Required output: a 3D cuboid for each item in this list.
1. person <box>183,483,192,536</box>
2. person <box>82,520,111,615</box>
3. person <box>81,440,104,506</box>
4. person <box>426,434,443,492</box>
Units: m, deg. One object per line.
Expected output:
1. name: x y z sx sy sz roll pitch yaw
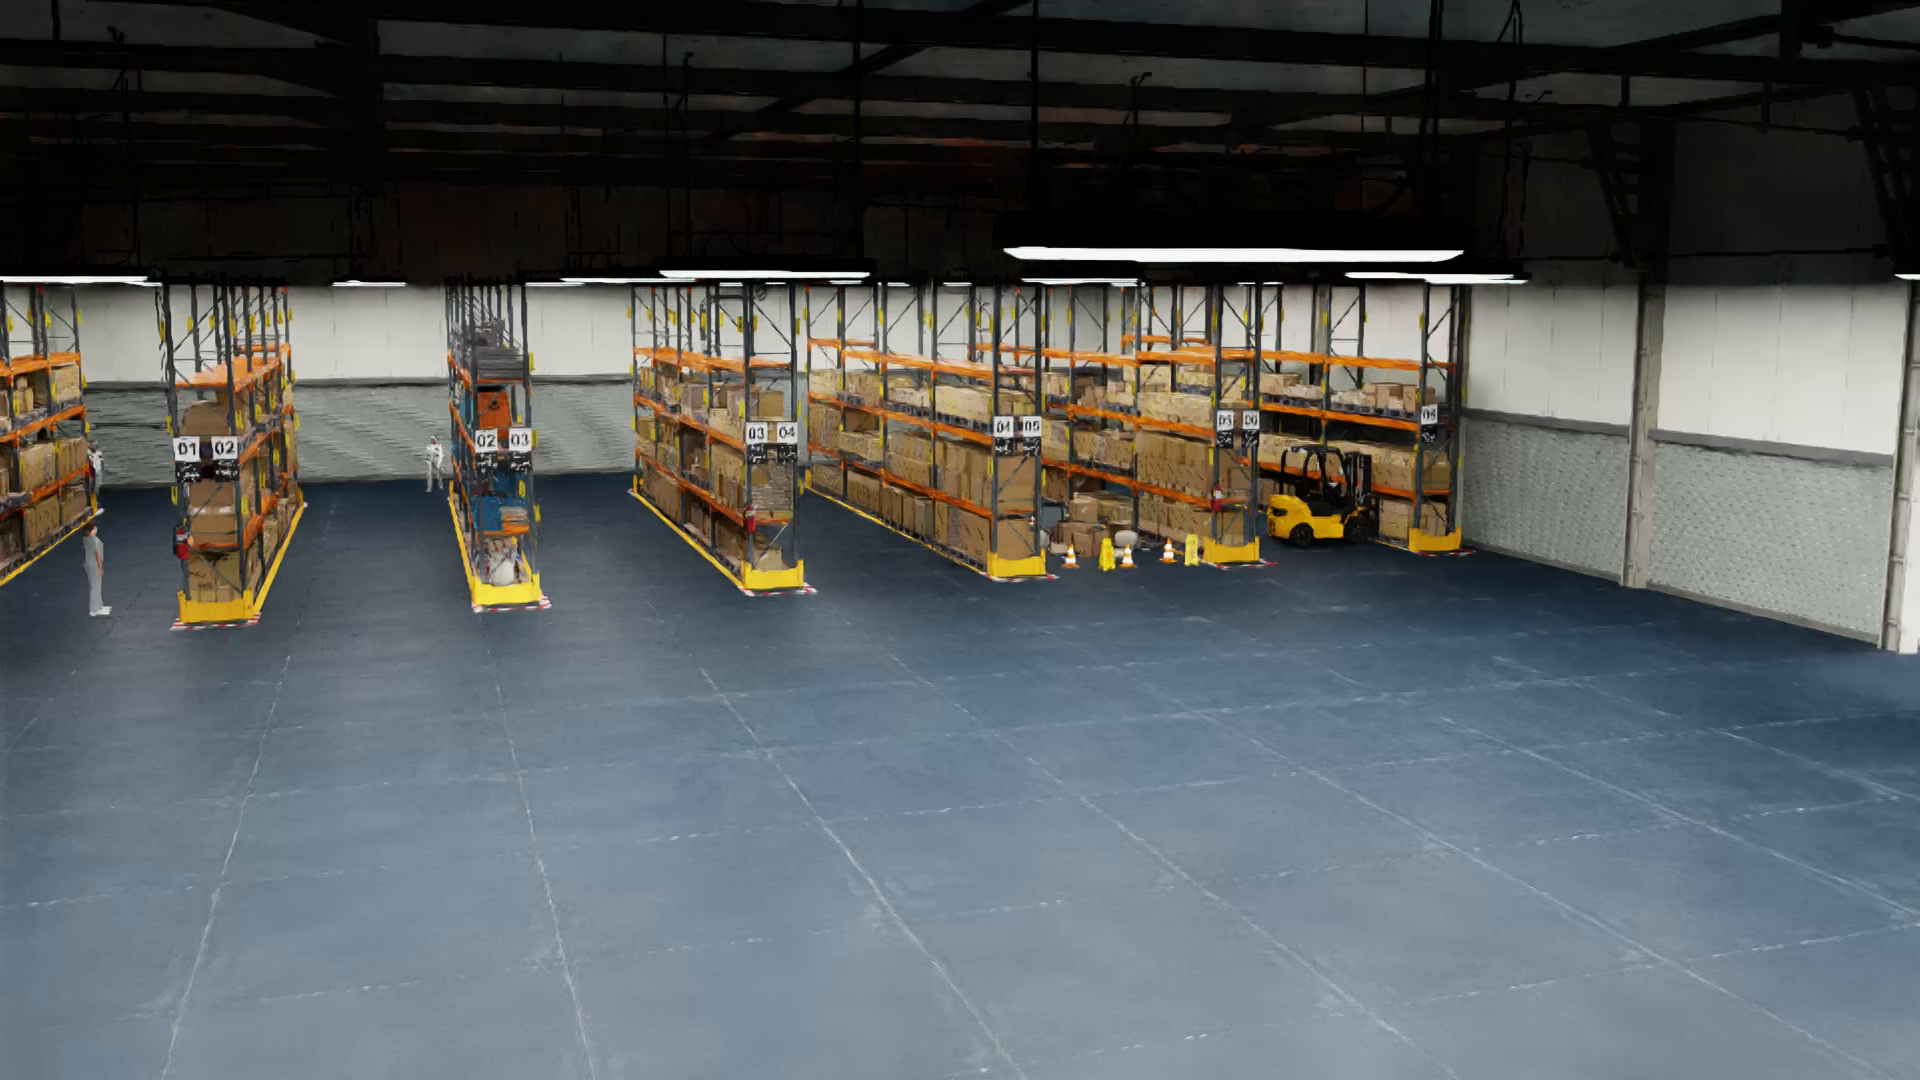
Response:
1. person: -17.957 -1.010 38.801 0.494 1.775 0.578 2 9 11
2. person: -15.222 0.474 29.323 0.496 1.675 0.441 7 11 40
3. person: -23.046 -1.783 44.088 0.559 1.753 0.607 6 10 35
4. person: -14.876 -2.198 47.112 0.483 1.619 0.998 -1 9 -9
